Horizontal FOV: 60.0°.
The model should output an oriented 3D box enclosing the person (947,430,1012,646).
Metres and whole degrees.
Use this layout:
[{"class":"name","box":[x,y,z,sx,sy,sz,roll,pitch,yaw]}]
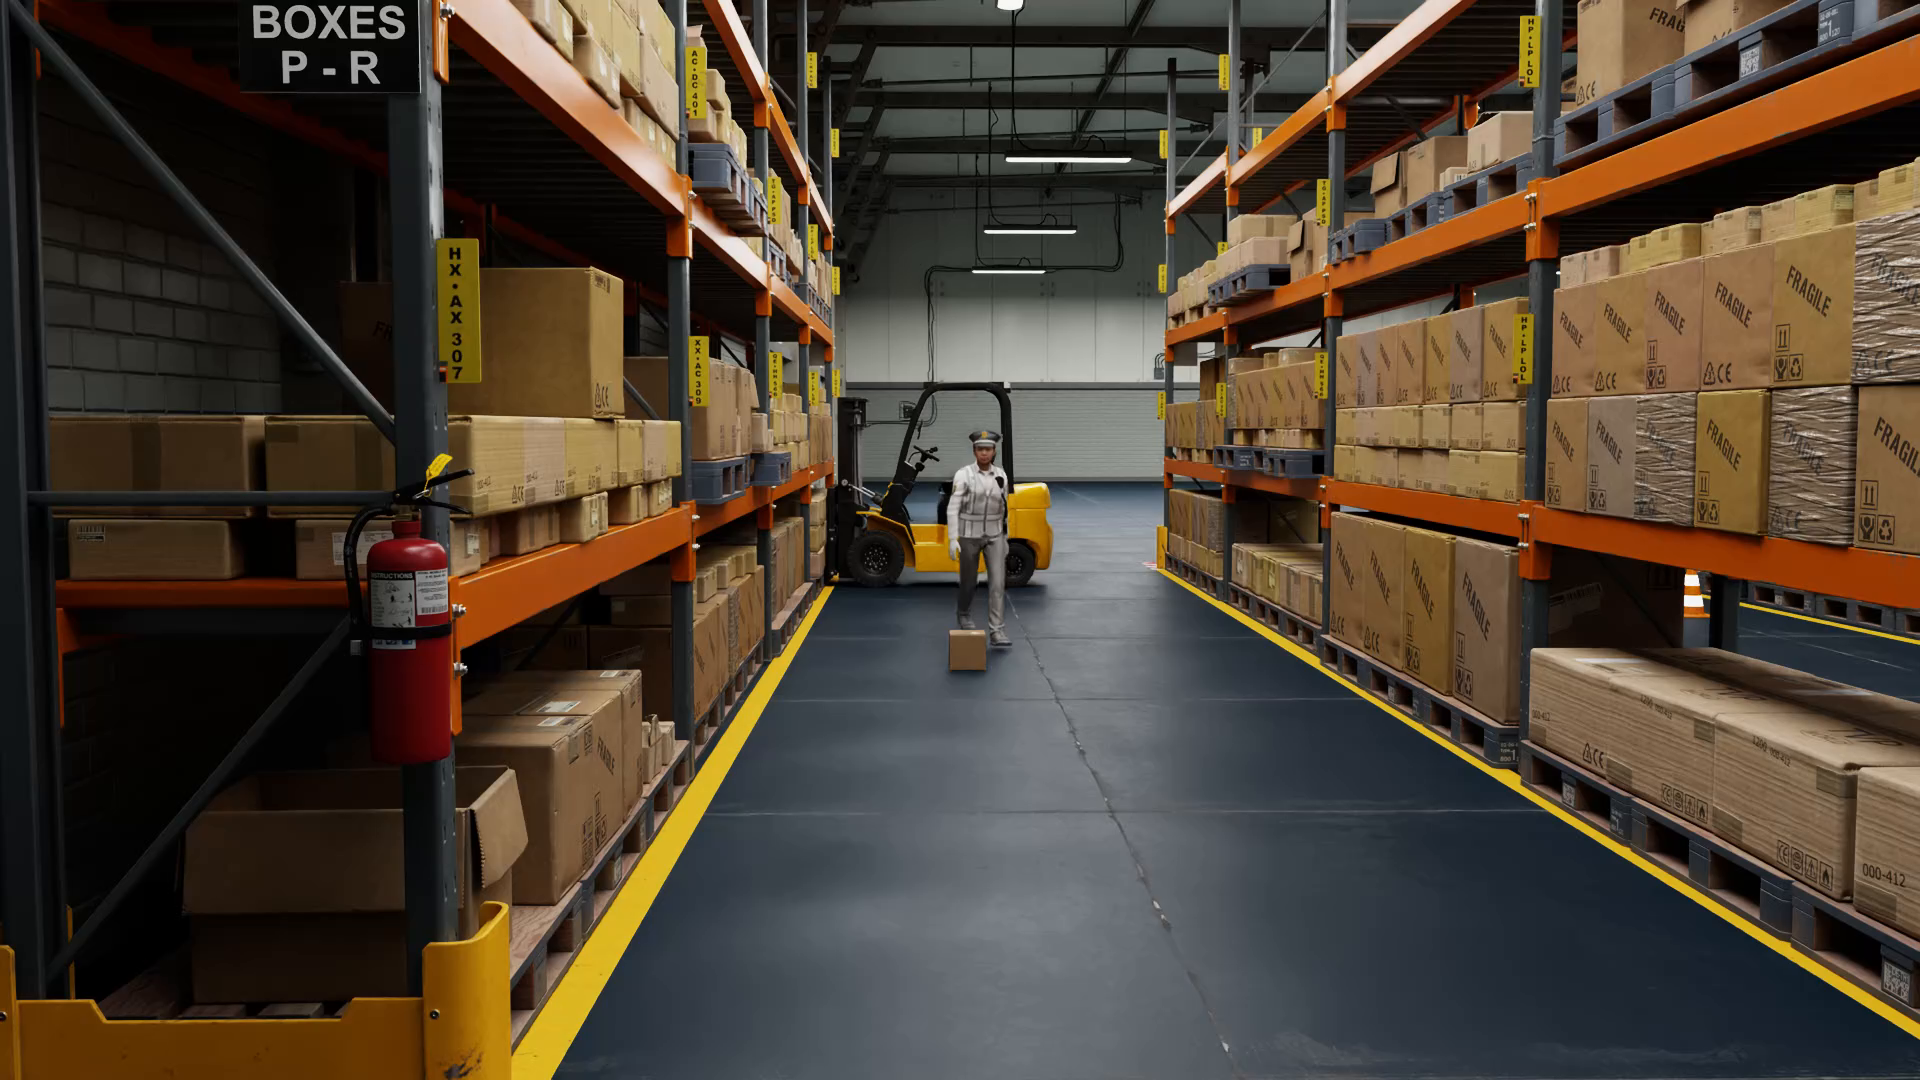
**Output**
[{"class":"person","box":[0.146,-0.029,12.803,0.524,1.637,1.021,-1,4,-11]}]
